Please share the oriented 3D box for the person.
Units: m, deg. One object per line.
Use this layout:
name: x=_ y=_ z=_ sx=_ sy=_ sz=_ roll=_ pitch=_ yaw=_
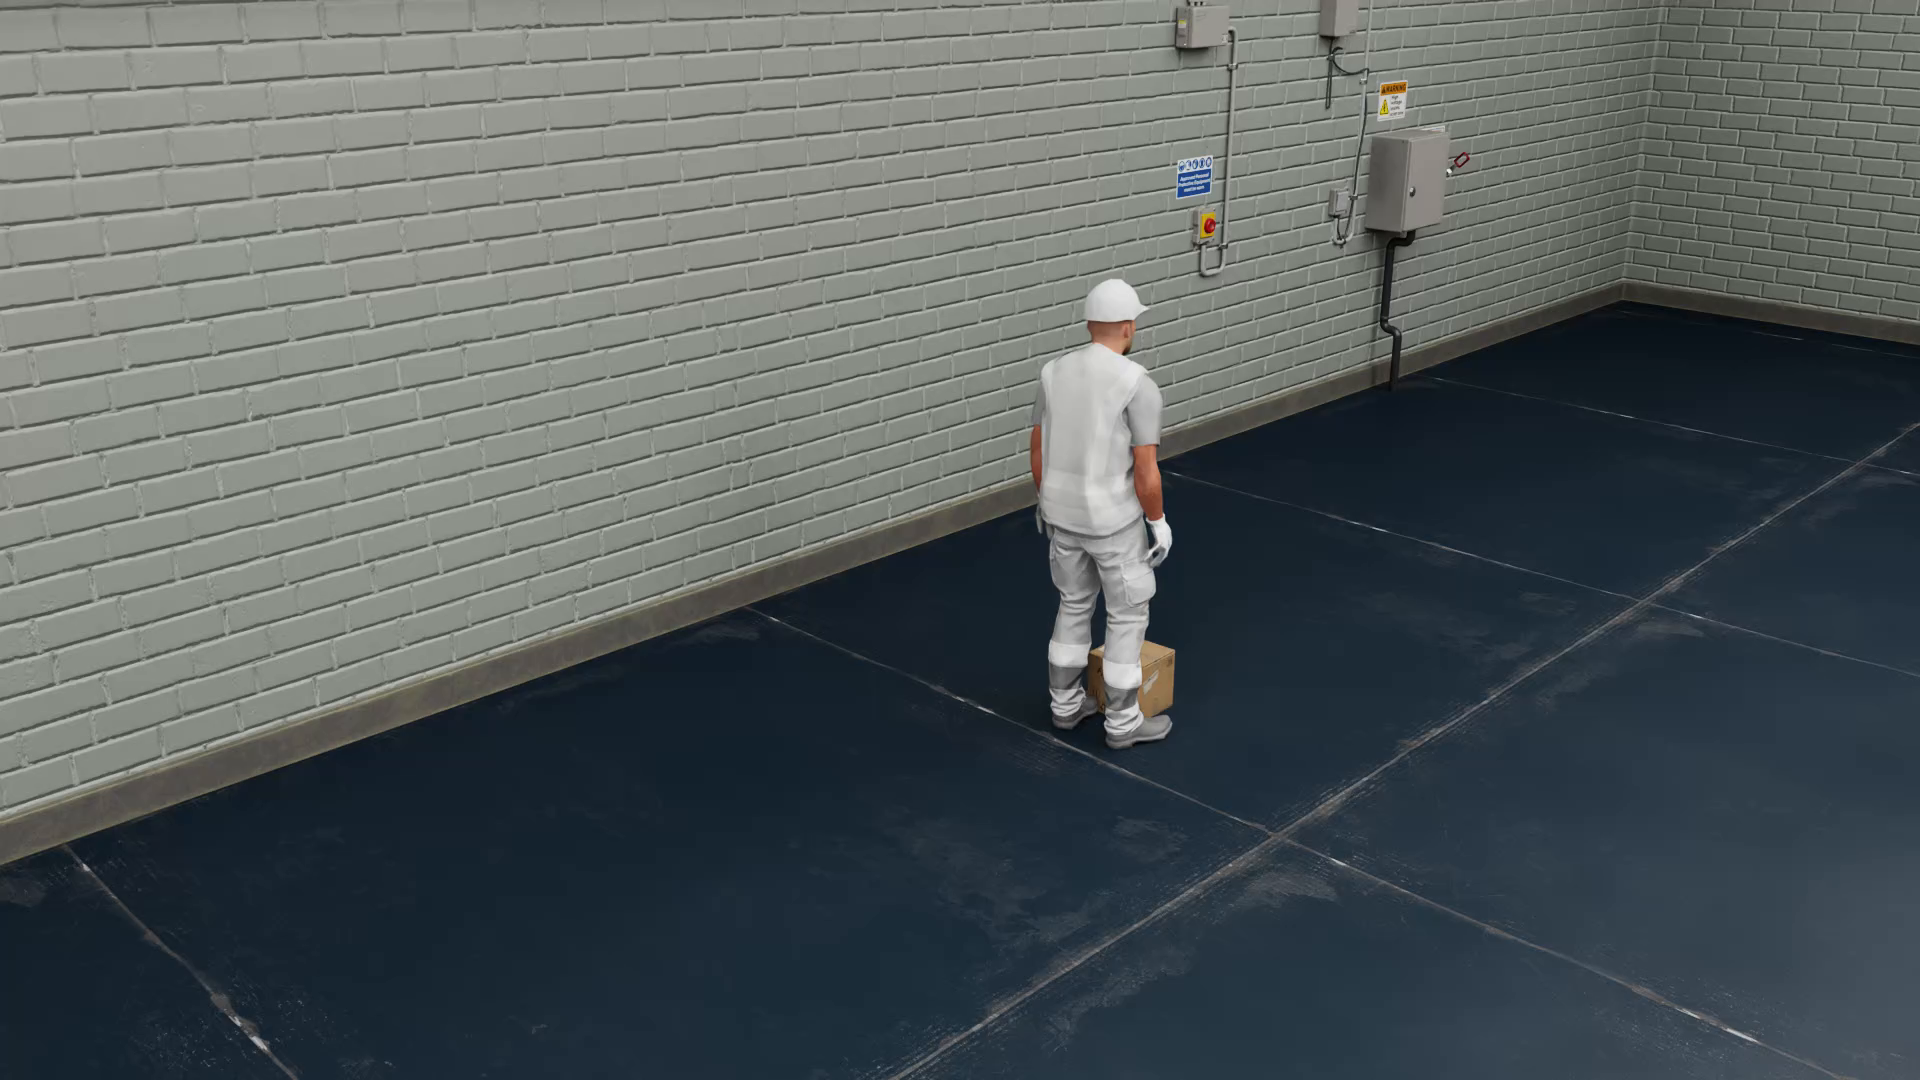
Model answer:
person: x=0.539 y=-0.093 z=6.309 sx=0.608 sy=1.777 sz=0.453 roll=17 pitch=26 yaw=38
